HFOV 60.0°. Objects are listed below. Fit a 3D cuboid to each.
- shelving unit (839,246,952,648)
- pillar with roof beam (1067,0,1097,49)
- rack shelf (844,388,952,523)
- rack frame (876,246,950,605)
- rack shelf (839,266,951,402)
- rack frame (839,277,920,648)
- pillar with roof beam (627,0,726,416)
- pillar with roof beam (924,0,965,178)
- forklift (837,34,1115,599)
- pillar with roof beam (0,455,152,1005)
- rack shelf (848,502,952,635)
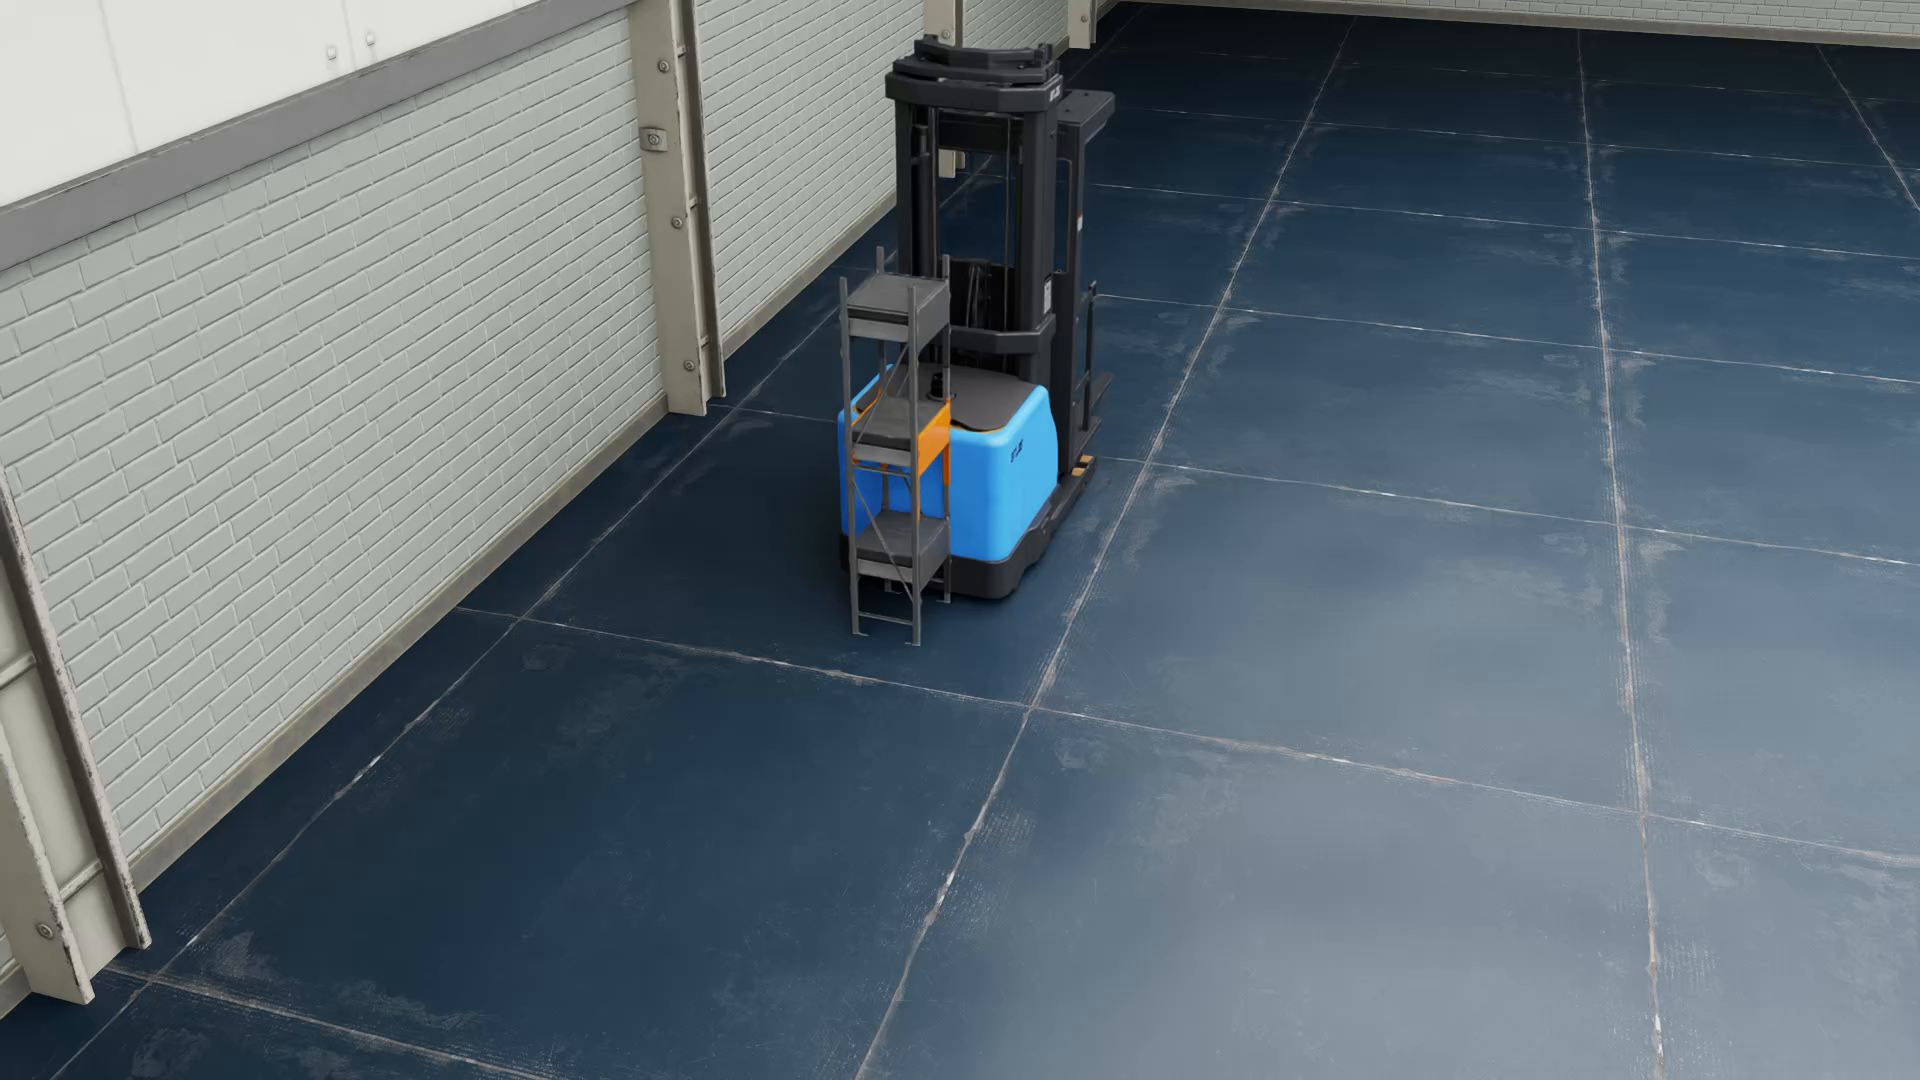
[{"bbox_3d":[-0.329,-0.470,8.935,0.431,2.100,0.503,10,31,17],"label":"shelving unit"},{"bbox_3d":[5.724,-9.889,18.770,9.100,9.000,0.400,8,30,15],"label":"pillar with roof beam"},{"bbox_3d":[-0.329,-0.458,8.942,0.431,0.518,0.480,10,31,17],"label":"rack shelf"},{"bbox_3d":[-0.246,-0.582,9.136,0.400,2.100,0.015,10,31,17],"label":"rack frame"},{"bbox_3d":[-0.329,-1.070,8.602,0.431,0.518,0.480,10,31,17],"label":"rack shelf"},{"bbox_3d":[-0.411,-0.359,8.735,0.400,2.100,0.015,10,31,17],"label":"rack frame"},{"bbox_3d":[2.201,-4.313,8.746,9.100,9.000,0.400,8,30,15],"label":"pillar with roof beam"},{"bbox_3d":[3.963,-7.101,13.758,9.100,9.000,0.400,8,30,15],"label":"pillar with roof beam"},{"bbox_3d":[0.269,-1.645,10.193,1.130,2.935,3.031,10,31,17],"label":"forklift"},{"bbox_3d":[0.440,-1.524,3.733,9.100,9.000,0.400,8,30,15],"label":"pillar with roof beam"},{"bbox_3d":[-0.329,0.153,9.282,0.431,0.518,0.480,10,31,17],"label":"rack shelf"}]
